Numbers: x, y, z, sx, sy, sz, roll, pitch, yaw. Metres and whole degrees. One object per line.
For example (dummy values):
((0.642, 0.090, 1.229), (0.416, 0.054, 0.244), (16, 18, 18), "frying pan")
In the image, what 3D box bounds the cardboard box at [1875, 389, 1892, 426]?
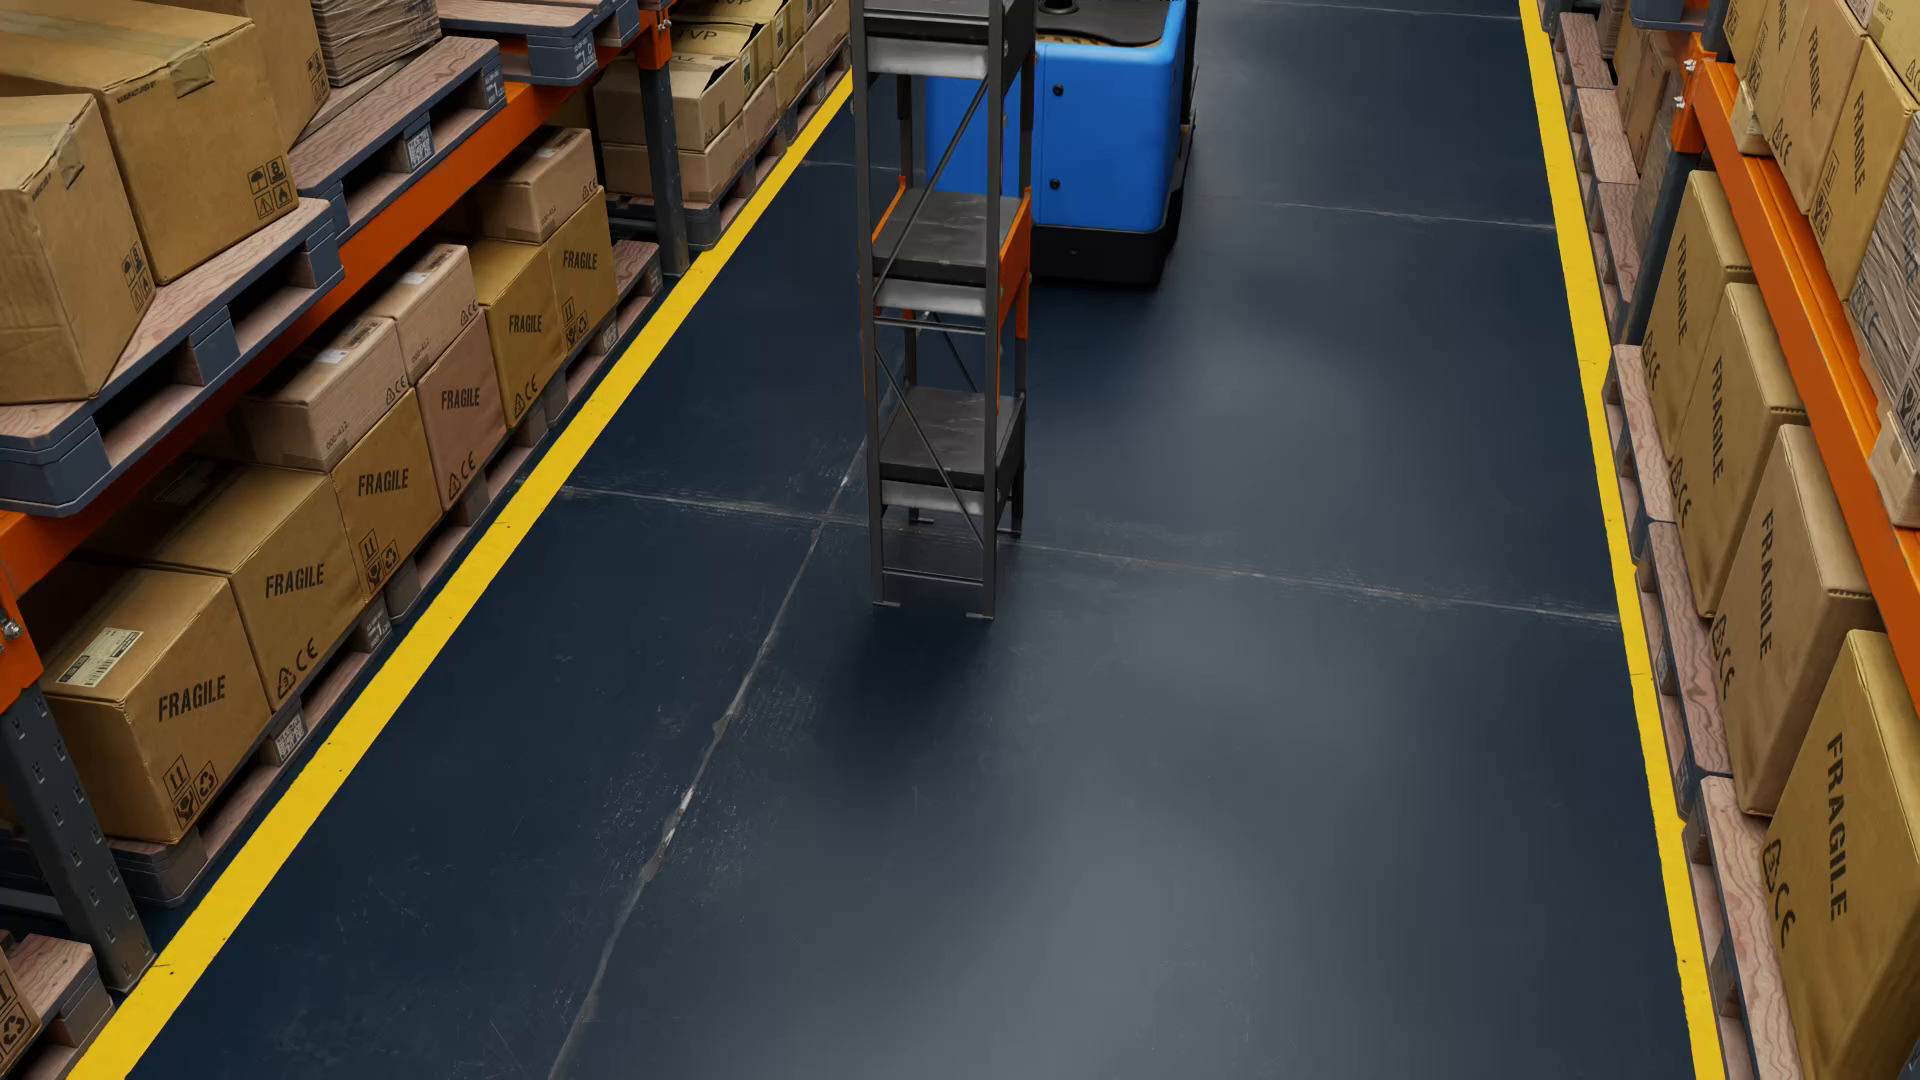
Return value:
((2.321, -0.267, 3.760), (0.380, 0.149, 0.250), (7, 37, 10), "cardboard box")

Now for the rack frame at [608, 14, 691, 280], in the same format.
((-1.707, -2.462, 6.591), (1.000, 3.000, 0.127), (7, 37, 10), "rack frame")

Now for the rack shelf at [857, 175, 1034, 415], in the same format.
((-0.035, -0.744, 5.011), (0.431, 0.518, 0.480), (7, 37, 10), "rack shelf")

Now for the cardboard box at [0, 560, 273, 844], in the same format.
((-2.220, 0.418, 4.372), (0.500, 0.500, 0.500), (6, 36, 8), "cardboard box")

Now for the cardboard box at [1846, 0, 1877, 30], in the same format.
((2.567, -1.493, 4.259), (0.500, 0.250, 0.500), (8, 37, 10), "cardboard box")

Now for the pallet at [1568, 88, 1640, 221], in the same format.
((3.564, -1.860, 8.136), (1.003, 0.211, 1.213), (7, 37, 10), "pallet")

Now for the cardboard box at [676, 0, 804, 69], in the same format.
((-1.093, -2.604, 8.294), (0.500, 0.311, 0.500), (6, 36, 9), "cardboard box")

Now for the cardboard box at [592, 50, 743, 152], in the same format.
((-1.308, -2.010, 7.474), (0.500, 0.311, 0.500), (9, 37, 12), "cardboard box")

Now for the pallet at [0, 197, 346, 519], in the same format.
((-2.284, -0.536, 4.097), (1.003, 0.211, 1.213), (7, 37, 10), "pallet")

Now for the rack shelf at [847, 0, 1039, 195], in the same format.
((-0.035, -1.311, 4.600), (0.431, 0.518, 0.480), (7, 37, 10), "rack shelf")

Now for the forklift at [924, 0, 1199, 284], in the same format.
((0.609, -3.148, 7.596), (1.130, 2.935, 3.031), (6, 36, 8), "forklift")

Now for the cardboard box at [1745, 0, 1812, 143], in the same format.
((2.659, -1.467, 4.862), (0.500, 0.500, 0.500), (8, 37, 12), "cardboard box")

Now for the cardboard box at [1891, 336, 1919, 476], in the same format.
((2.231, -0.309, 3.265), (0.500, 0.500, 0.500), (8, 37, 10), "cardboard box")

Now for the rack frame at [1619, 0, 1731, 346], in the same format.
((3.133, -1.844, 5.738), (1.000, 3.000, 0.127), (7, 37, 10), "rack frame")

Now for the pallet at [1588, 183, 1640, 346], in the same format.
((3.302, -1.162, 7.174), (1.003, 0.211, 1.213), (7, 37, 10), "pallet")

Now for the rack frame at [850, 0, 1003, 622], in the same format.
((-0.087, -0.615, 4.810), (0.400, 2.100, 0.015), (7, 37, 10), "rack frame")

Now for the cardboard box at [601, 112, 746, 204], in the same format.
((-1.308, -1.782, 7.638), (0.500, 0.250, 0.500), (7, 37, 10), "cardboard box")

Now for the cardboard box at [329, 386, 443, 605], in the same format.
((-2.003, -0.175, 5.190), (0.500, 0.500, 0.500), (8, 37, 11), "cardboard box")

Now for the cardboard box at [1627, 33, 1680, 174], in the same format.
((3.538, -1.998, 7.706), (0.700, 0.500, 0.500), (7, 37, 10), "cardboard box")

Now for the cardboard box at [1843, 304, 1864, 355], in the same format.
((2.457, -0.560, 4.163), (0.380, 0.149, 0.250), (8, 37, 11), "cardboard box")

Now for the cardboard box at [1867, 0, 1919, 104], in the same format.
((2.465, -1.199, 3.854), (0.500, 0.250, 0.500), (7, 36, 9), "cardboard box")

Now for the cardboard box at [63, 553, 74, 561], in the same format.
((-2.622, 0.064, 4.861), (0.500, 0.500, 0.500), (7, 37, 10), "cardboard box")

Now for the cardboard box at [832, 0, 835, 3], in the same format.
((-0.873, -3.186, 9.098), (0.500, 0.311, 0.500), (7, 37, 10), "cardboard box")

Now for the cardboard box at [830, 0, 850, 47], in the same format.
((-0.877, -2.955, 9.256), (0.500, 0.250, 0.500), (8, 37, 11), "cardboard box")

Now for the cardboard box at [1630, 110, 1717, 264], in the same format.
((3.236, -1.429, 6.921), (0.700, 0.500, 0.500), (8, 37, 11), "cardboard box")

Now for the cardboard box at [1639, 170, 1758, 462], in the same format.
((2.848, -0.738, 5.686), (0.750, 0.750, 0.750), (7, 36, 9), "cardboard box")

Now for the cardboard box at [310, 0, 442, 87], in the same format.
((-2.113, -1.797, 5.231), (0.700, 0.500, 0.500), (14, 38, 19), "cardboard box")

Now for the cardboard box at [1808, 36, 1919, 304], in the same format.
((2.448, -0.883, 4.057), (0.500, 0.500, 0.500), (8, 37, 11), "cardboard box")

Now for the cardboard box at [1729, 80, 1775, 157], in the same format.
((2.635, -1.305, 5.192), (0.380, 0.149, 0.250), (8, 37, 11), "cardboard box")

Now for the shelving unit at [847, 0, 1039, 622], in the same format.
((-0.035, -0.755, 5.003), (0.431, 2.100, 0.503), (7, 37, 10), "shelving unit")

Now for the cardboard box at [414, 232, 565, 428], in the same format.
((-1.788, -0.766, 6.006), (0.500, 0.500, 0.500), (6, 36, 8), "cardboard box")

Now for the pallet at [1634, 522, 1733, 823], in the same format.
((2.629, 0.425, 4.983), (1.003, 0.211, 1.213), (7, 37, 10), "pallet")

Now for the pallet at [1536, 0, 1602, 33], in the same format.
((4.097, -3.397, 10.257), (1.003, 0.211, 1.213), (7, 37, 10), "pallet")

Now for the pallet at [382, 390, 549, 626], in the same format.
((-2.166, -0.213, 5.864), (1.003, 0.211, 1.213), (7, 37, 10), "pallet")

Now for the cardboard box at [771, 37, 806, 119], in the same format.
((-1.096, -2.370, 8.449), (0.500, 0.250, 0.500), (6, 36, 9), "cardboard box")

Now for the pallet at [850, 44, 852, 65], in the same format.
((-0.972, -3.199, 9.984), (1.003, 0.211, 1.213), (7, 37, 10), "pallet")

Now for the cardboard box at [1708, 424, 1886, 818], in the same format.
((2.478, 0.251, 4.321), (0.750, 0.750, 0.750), (8, 37, 11), "cardboard box")

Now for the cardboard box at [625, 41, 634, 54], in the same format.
((-1.731, -2.376, 7.980), (0.500, 0.311, 0.500), (7, 36, 9), "cardboard box")

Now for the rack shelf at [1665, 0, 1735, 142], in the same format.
((3.560, -2.699, 7.531), (1.077, 0.370, 4.000), (7, 37, 10), "rack shelf")

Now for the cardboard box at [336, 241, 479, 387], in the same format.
((-1.900, -0.746, 5.340), (0.500, 0.250, 0.500), (7, 36, 9), "cardboard box")

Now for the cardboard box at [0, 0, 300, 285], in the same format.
((-2.157, -1.025, 4.166), (0.700, 0.500, 0.500), (13, 38, 17), "cardboard box")

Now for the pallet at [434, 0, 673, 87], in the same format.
((-1.783, -1.987, 6.099), (1.213, 0.211, 1.003), (7, 37, 10), "pallet")

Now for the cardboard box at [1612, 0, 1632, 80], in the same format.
((3.785, -2.576, 8.504), (0.700, 0.500, 0.500), (7, 36, 9), "cardboard box")

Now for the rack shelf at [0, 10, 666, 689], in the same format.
((-2.134, -1.024, 5.220), (1.077, 0.370, 4.000), (7, 37, 10), "rack shelf")

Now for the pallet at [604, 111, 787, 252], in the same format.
((-1.493, -1.800, 8.054), (1.003, 0.211, 1.213), (7, 37, 10), "pallet")
